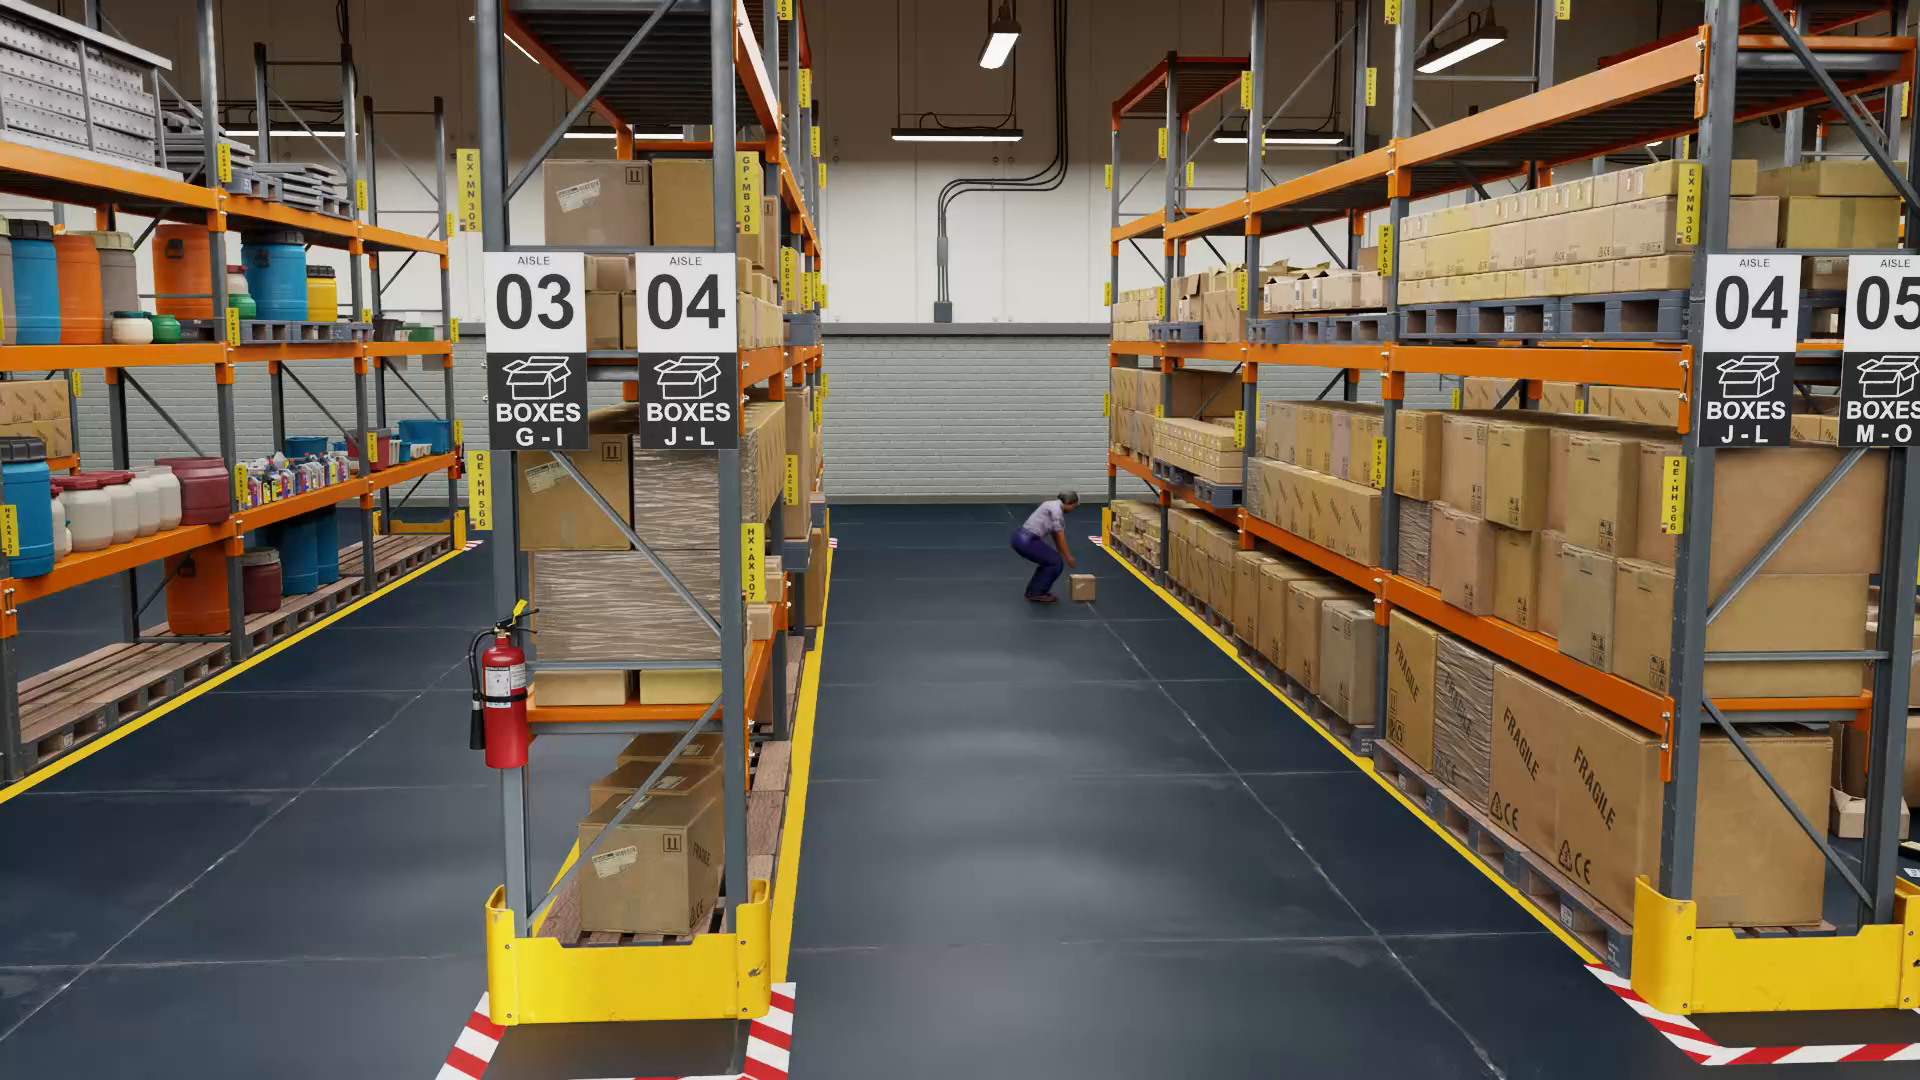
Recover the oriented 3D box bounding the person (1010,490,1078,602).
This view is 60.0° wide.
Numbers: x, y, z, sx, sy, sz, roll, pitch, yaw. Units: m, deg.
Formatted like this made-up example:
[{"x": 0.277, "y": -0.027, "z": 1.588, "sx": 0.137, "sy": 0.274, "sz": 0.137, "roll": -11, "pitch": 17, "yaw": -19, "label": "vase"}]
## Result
[{"x": 0.924, "y": 0.063, "z": 18.239, "sx": 0.741, "sy": 1.185, "sz": 0.536, "roll": 0, "pitch": 7, "yaw": -4, "label": "person"}]
